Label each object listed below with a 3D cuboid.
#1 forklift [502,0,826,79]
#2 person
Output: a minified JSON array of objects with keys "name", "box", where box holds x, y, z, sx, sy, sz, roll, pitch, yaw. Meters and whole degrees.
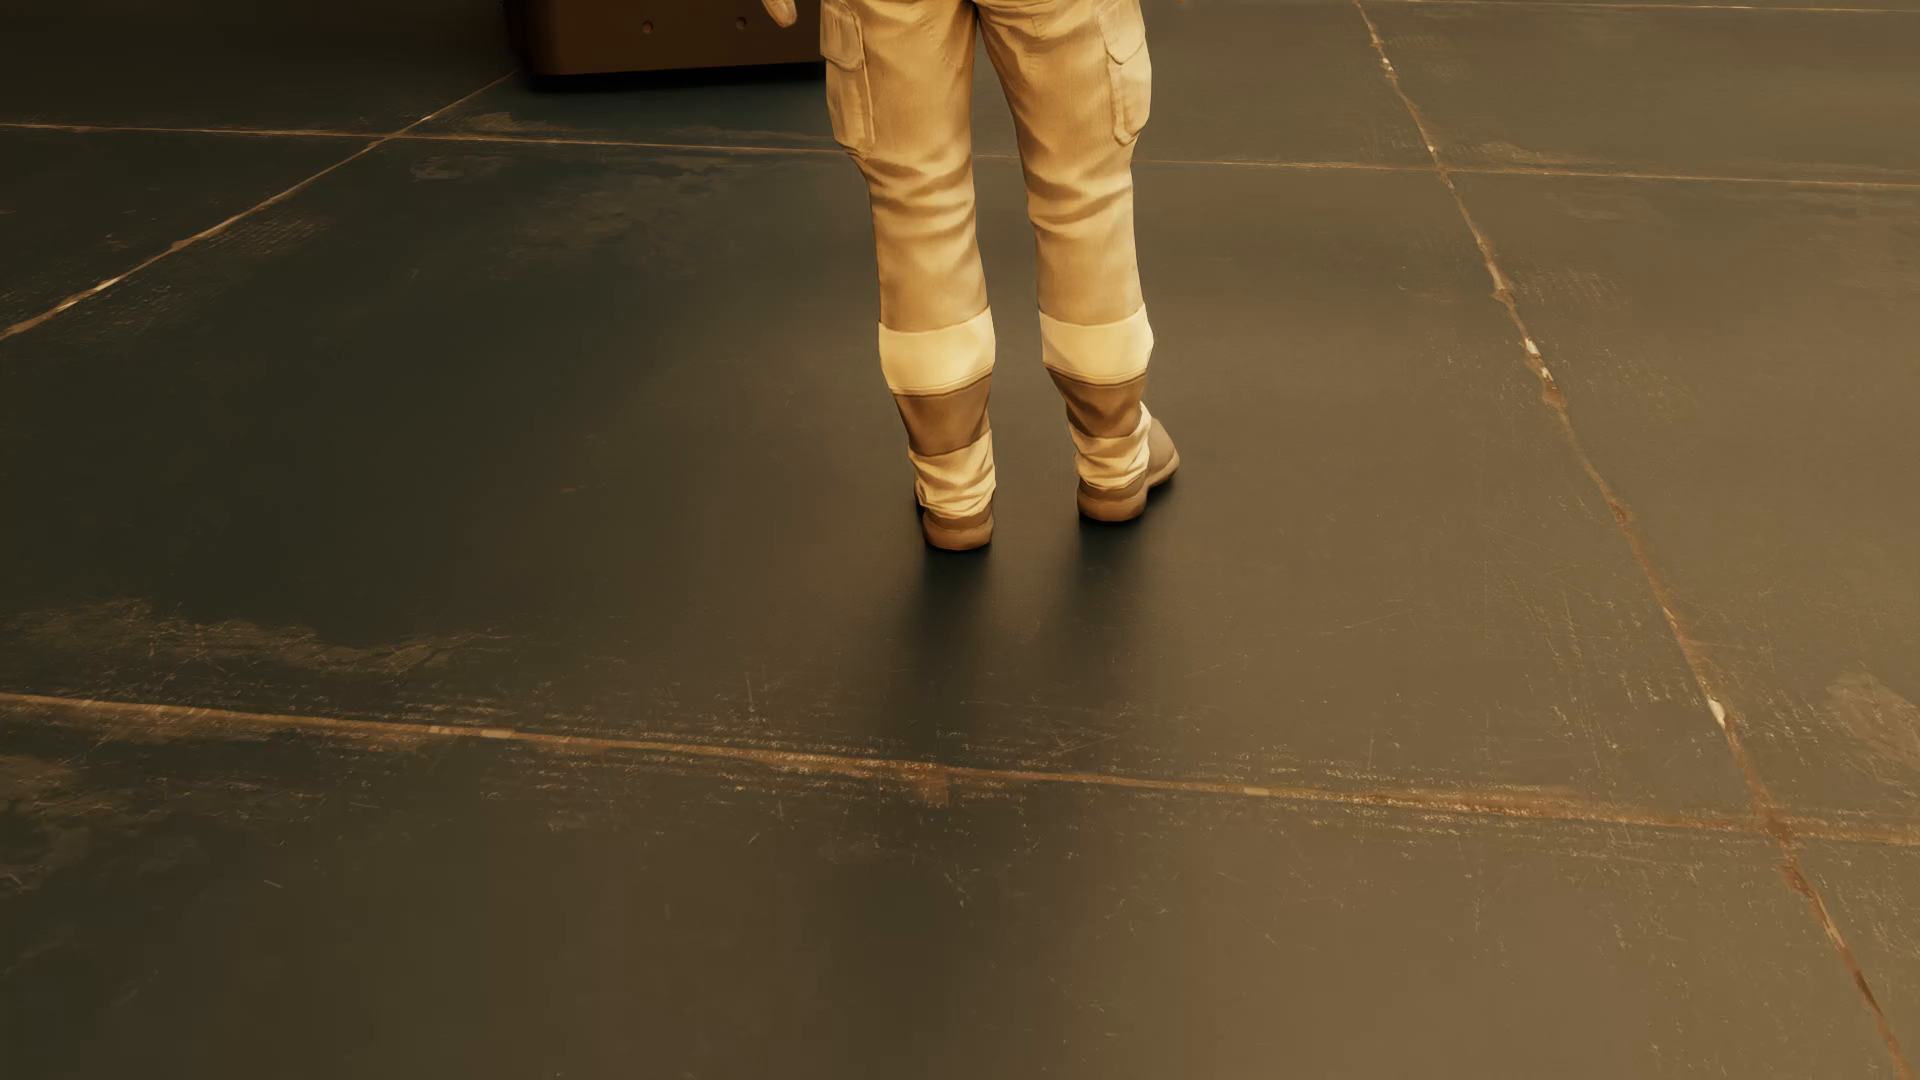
[{"name":"forklift","box":[-1.270,-3.434,6.101,1.130,2.935,3.031,-7,27,-14]},{"name":"person","box":[0.023,-0.843,2.167,0.637,1.788,0.562,3,27,7]}]
